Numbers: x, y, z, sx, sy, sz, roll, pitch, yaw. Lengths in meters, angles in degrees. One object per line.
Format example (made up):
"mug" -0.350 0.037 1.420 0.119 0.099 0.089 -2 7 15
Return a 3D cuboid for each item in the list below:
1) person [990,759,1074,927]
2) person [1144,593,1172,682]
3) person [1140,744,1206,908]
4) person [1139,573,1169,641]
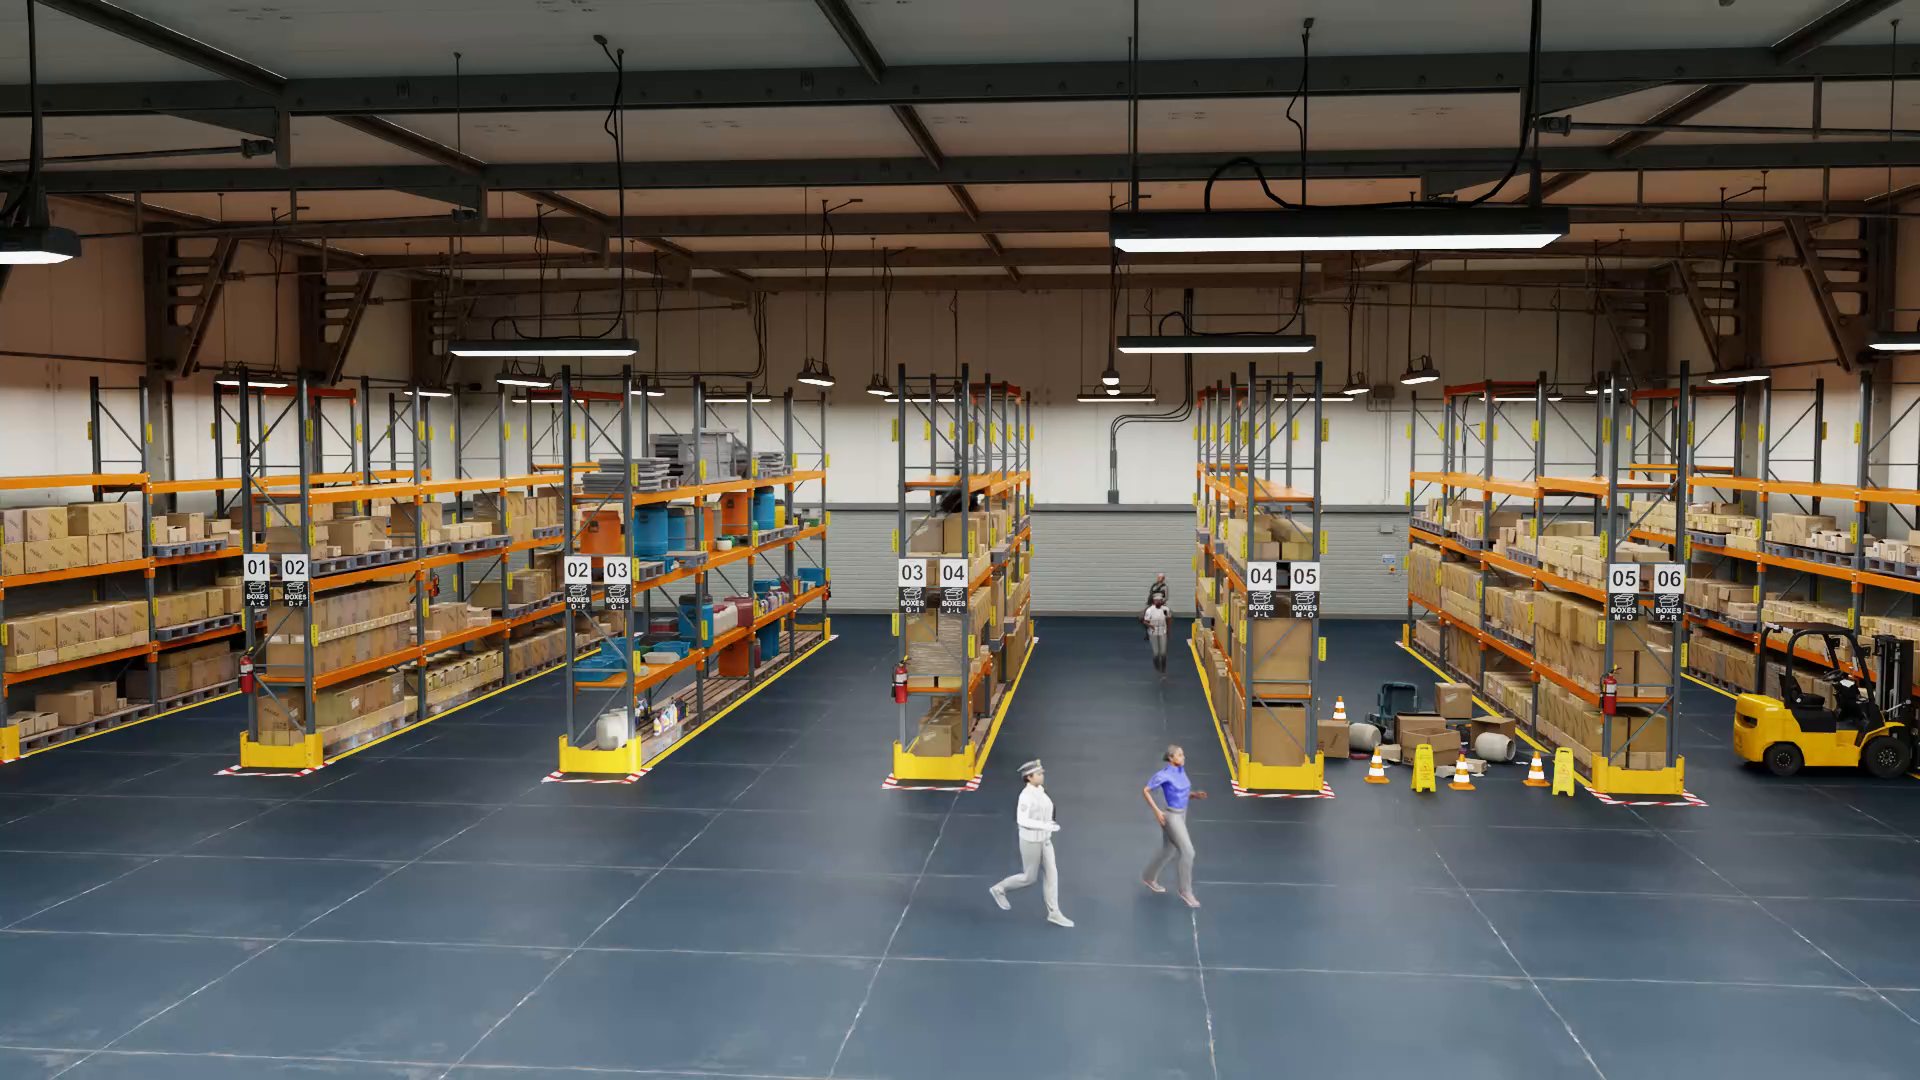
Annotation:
"person" 0.743 3.065 16.951 0.901 1.693 0.616 2 4 26
"person" 3.878 1.897 32.546 0.567 1.747 0.677 0 4 5
"person" 2.267 3.038 17.775 0.777 1.710 0.547 2 4 28
"person" 4.643 1.618 39.973 0.540 1.646 0.756 -2 4 -32
